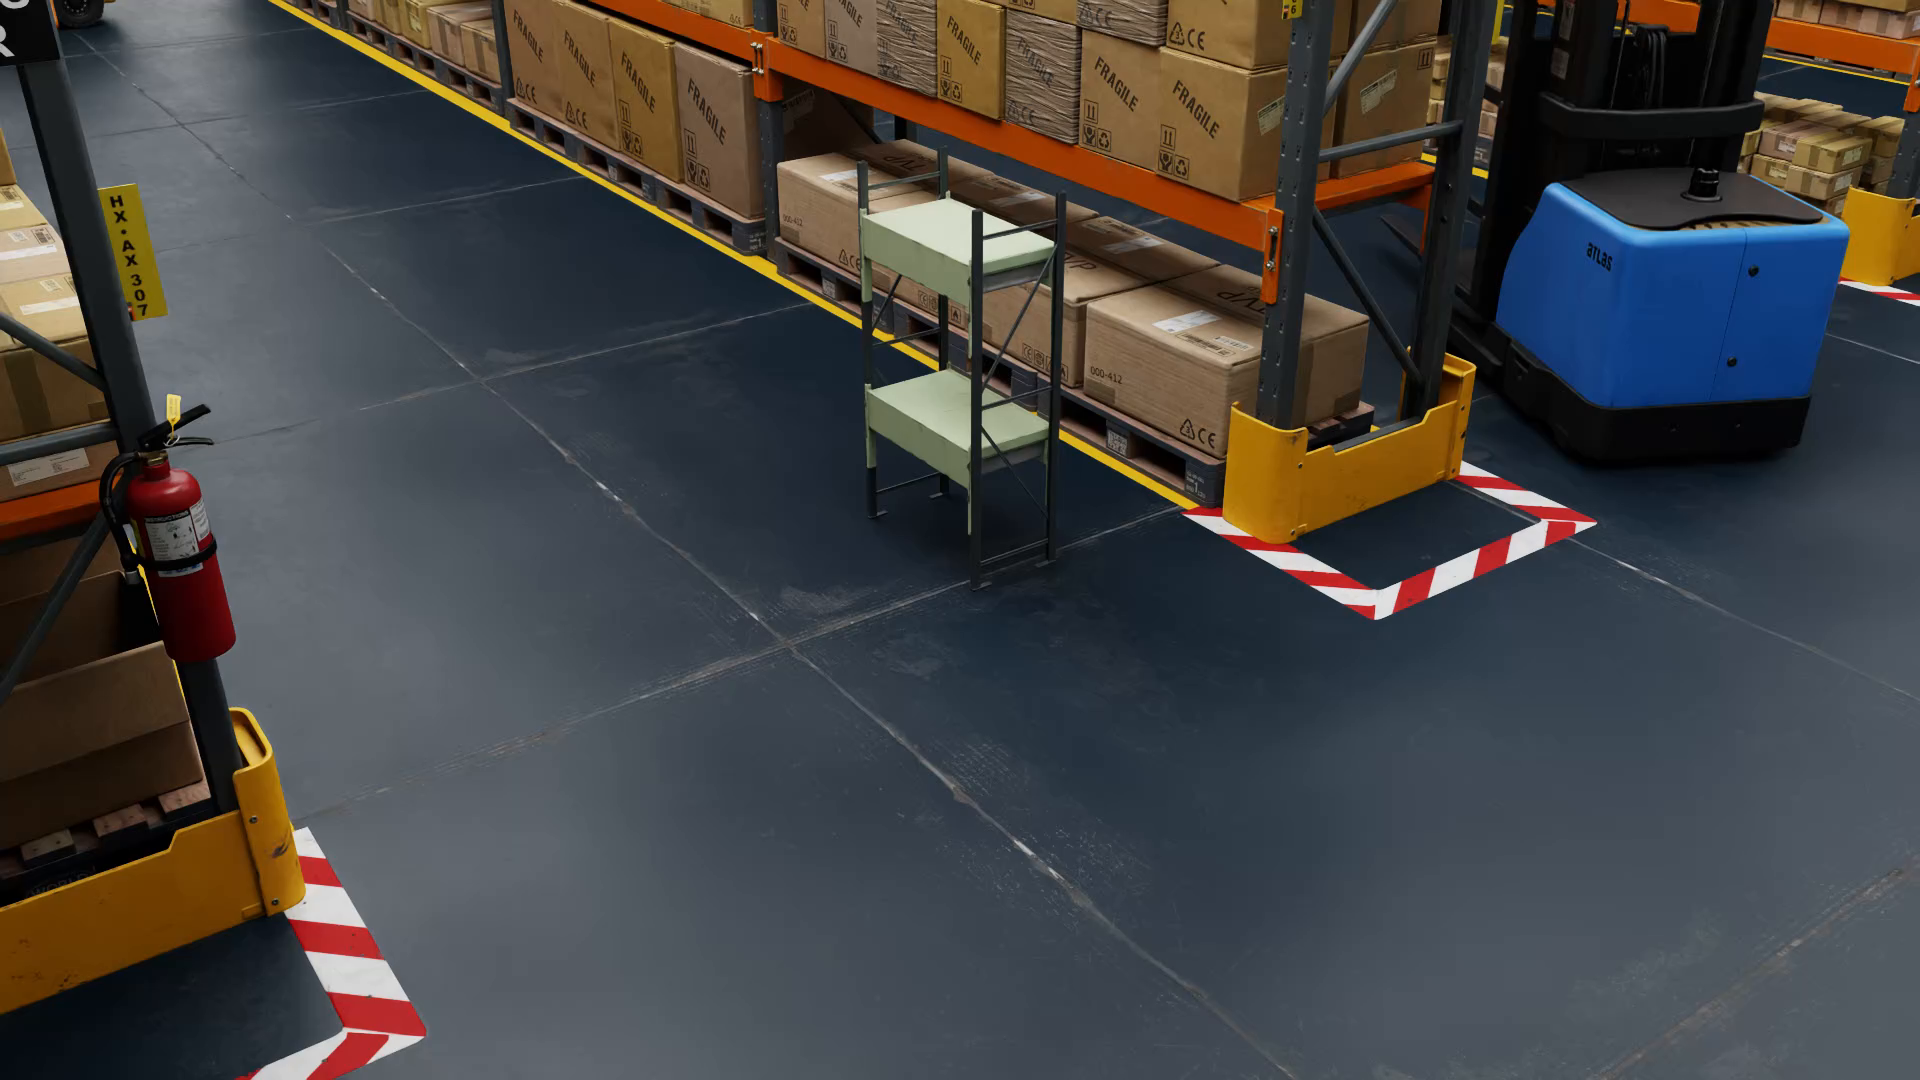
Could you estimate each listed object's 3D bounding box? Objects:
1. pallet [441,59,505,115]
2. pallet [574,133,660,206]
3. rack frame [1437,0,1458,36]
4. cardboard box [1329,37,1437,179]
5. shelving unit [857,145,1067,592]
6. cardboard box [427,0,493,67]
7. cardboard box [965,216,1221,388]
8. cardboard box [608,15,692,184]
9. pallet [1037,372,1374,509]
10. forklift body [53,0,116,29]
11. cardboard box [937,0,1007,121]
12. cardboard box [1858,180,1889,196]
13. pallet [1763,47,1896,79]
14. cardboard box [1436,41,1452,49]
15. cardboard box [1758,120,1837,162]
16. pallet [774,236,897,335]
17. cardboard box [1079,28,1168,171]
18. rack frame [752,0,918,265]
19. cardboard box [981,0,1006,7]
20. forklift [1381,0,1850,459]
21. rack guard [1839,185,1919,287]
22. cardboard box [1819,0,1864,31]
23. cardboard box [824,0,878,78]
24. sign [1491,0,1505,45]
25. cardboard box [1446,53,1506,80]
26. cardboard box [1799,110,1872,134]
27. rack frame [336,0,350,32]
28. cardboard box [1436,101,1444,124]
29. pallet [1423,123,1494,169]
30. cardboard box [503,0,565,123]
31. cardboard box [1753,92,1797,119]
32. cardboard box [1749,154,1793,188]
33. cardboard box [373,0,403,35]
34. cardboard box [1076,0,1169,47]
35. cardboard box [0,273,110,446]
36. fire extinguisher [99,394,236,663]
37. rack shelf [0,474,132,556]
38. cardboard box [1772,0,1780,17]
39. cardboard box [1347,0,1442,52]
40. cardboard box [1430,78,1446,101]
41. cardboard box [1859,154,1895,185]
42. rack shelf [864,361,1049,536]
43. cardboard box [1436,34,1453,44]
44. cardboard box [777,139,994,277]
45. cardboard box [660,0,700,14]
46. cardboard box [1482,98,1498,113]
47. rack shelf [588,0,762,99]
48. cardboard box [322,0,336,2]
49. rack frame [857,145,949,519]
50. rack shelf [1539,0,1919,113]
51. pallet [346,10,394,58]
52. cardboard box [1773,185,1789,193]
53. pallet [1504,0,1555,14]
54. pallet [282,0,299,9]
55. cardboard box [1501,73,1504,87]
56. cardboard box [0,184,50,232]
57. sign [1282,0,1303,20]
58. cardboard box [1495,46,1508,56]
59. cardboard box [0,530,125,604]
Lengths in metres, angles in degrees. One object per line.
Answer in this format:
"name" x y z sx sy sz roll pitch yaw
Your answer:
"pallet" -3.465 -3.713 13.366 1.003 0.211 1.213 -19 34 -31
"pallet" -1.913 -2.608 11.331 1.003 0.211 1.213 -19 34 -31
"rack frame" 3.281 -4.489 11.873 1.000 3.000 0.127 -19 34 -31
"cardboard box" 1.583 -1.834 6.880 0.500 0.500 0.500 -19 34 -31
"shelving unit" -0.004 -0.662 6.397 0.431 1.500 0.755 -19 34 -31
"cardboard box" -3.767 -4.171 13.601 0.950 0.372 0.625 -19 34 -32
"cardboard box" 0.626 -1.165 7.997 0.875 0.438 0.875 -18 33 -29
"cardboard box" -1.647 -2.898 10.730 0.875 0.875 0.875 -18 33 -29
"pallet" 1.100 -0.588 7.612 1.003 0.211 1.213 -19 34 -31
"forklift body" -9.108 -5.764 15.109 2.313 2.155 1.214 -19 34 -31
"cardboard box" 0.237 -2.276 7.694 0.500 0.500 0.500 -18 33 -29
"cardboard box" 5.558 -2.158 10.128 0.380 0.149 0.250 -18 33 -30
"pallet" 7.758 -4.280 14.410 1.003 0.211 1.213 -19 34 -31
"cardboard box" 3.312 -3.491 11.959 0.380 0.149 0.250 -17 33 -29
"cardboard box" 4.989 -2.376 9.907 0.380 0.149 0.250 -18 33 -30
"pallet" -0.315 -1.537 9.359 1.003 0.211 1.213 -19 34 -31
"cardboard box" 0.854 -1.882 6.967 0.500 0.500 0.500 -20 34 -32
"rack frame" -0.692 -3.079 9.277 1.000 3.000 0.127 -19 34 -31
"cardboard box" 0.253 -2.713 7.451 0.500 0.500 0.500 -19 34 -31
"forklift" 3.029 -2.319 7.949 1.130 2.935 3.031 -4 29 -7
"rack guard" 5.557 -1.865 9.660 1.175 0.500 0.348 -19 34 -31
"cardboard box" 5.069 -2.979 9.356 0.380 0.149 0.250 -19 34 -31
"cardboard box" -0.345 -2.672 8.422 0.500 0.500 0.500 -19 34 -30
"sign" 2.084 -2.091 6.467 0.100 0.325 0.005 -19 34 -31
"cardboard box" 3.611 -3.283 11.575 0.380 0.149 0.250 -19 34 -31
"cardboard box" 5.316 -2.499 10.132 0.380 0.149 0.250 -18 33 -30
"rack frame" -5.333 -6.190 15.004 1.000 3.000 0.127 -19 34 -31
"cardboard box" 3.572 -3.005 11.687 0.380 0.149 0.250 -19 34 -31
"pallet" 3.700 -3.012 12.076 1.003 0.211 1.213 -19 34 -31
"cardboard box" -2.679 -3.594 12.011 0.875 0.875 0.875 -19 34 -31
"cardboard box" 5.063 -2.706 10.513 0.380 0.149 0.250 -21 35 -33
"cardboard box" 4.955 -2.239 9.966 0.380 0.149 0.250 -20 34 -32
"cardboard box" -4.607 -4.738 14.644 0.950 0.372 0.625 -17 33 -28
"cardboard box" 0.827 -2.324 6.734 0.500 0.500 0.500 -19 34 -30
"cardboard box" -2.457 -0.465 4.308 0.500 0.250 0.500 -19 34 -30
"fire extinguisher" -1.951 -0.022 4.119 0.296 0.674 0.183 -19 34 -31
"rack shelf" -3.573 -0.610 5.484 1.077 0.370 4.000 -19 34 -31
"cardboard box" 4.744 -3.165 9.698 0.380 0.149 0.250 -18 33 -29
"cardboard box" 1.582 -2.273 6.640 0.500 0.500 0.500 -20 34 -32
"cardboard box" 3.451 -3.248 11.824 0.380 0.149 0.250 -19 34 -30
"cardboard box" 5.507 -2.271 10.025 0.380 0.149 0.250 -17 33 -29
"rack shelf" -0.004 -0.375 6.552 0.431 0.370 0.720 -19 34 -31
"cardboard box" 3.700 -3.616 12.189 0.380 0.149 0.250 -18 33 -29
"cardboard box" -0.415 -1.864 9.284 0.875 0.438 0.875 -19 34 -31
"cardboard box" -1.452 -3.316 9.871 0.500 0.250 0.500 -19 34 -31
"cardboard box" 3.776 -3.058 11.473 0.380 0.149 0.250 -21 35 -33
"rack shelf" -1.852 -3.541 10.881 1.077 0.370 4.000 -19 34 -31
"cardboard box" -5.895 -5.321 15.846 0.500 0.250 0.500 -17 33 -28
"rack frame" -0.216 -0.804 6.659 0.400 1.500 0.023 -19 34 -31
"rack shelf" 4.441 -3.395 10.613 1.077 0.370 4.000 -19 34 -31
"pallet" -4.880 -4.662 15.113 1.003 0.211 1.213 -19 34 -31
"cardboard box" 4.895 -2.085 9.993 0.380 0.149 0.250 -18 33 -29
"pallet" 6.159 -5.351 16.382 1.003 0.211 1.213 -19 34 -31
"pallet" -6.463 -5.690 17.006 1.003 0.211 1.213 -19 34 -31
"cardboard box" 3.862 -3.066 11.177 0.380 0.149 0.250 -18 33 -30
"cardboard box" -3.046 -0.857 5.030 0.500 0.250 0.500 -19 34 -32
"sign" 1.178 -1.993 5.814 0.100 0.325 0.005 -19 34 -31
"cardboard box" 4.030 -3.433 11.852 0.380 0.149 0.250 -19 34 -31
"cardboard box" -3.155 0.158 5.495 0.700 0.500 0.500 -17 33 -29
